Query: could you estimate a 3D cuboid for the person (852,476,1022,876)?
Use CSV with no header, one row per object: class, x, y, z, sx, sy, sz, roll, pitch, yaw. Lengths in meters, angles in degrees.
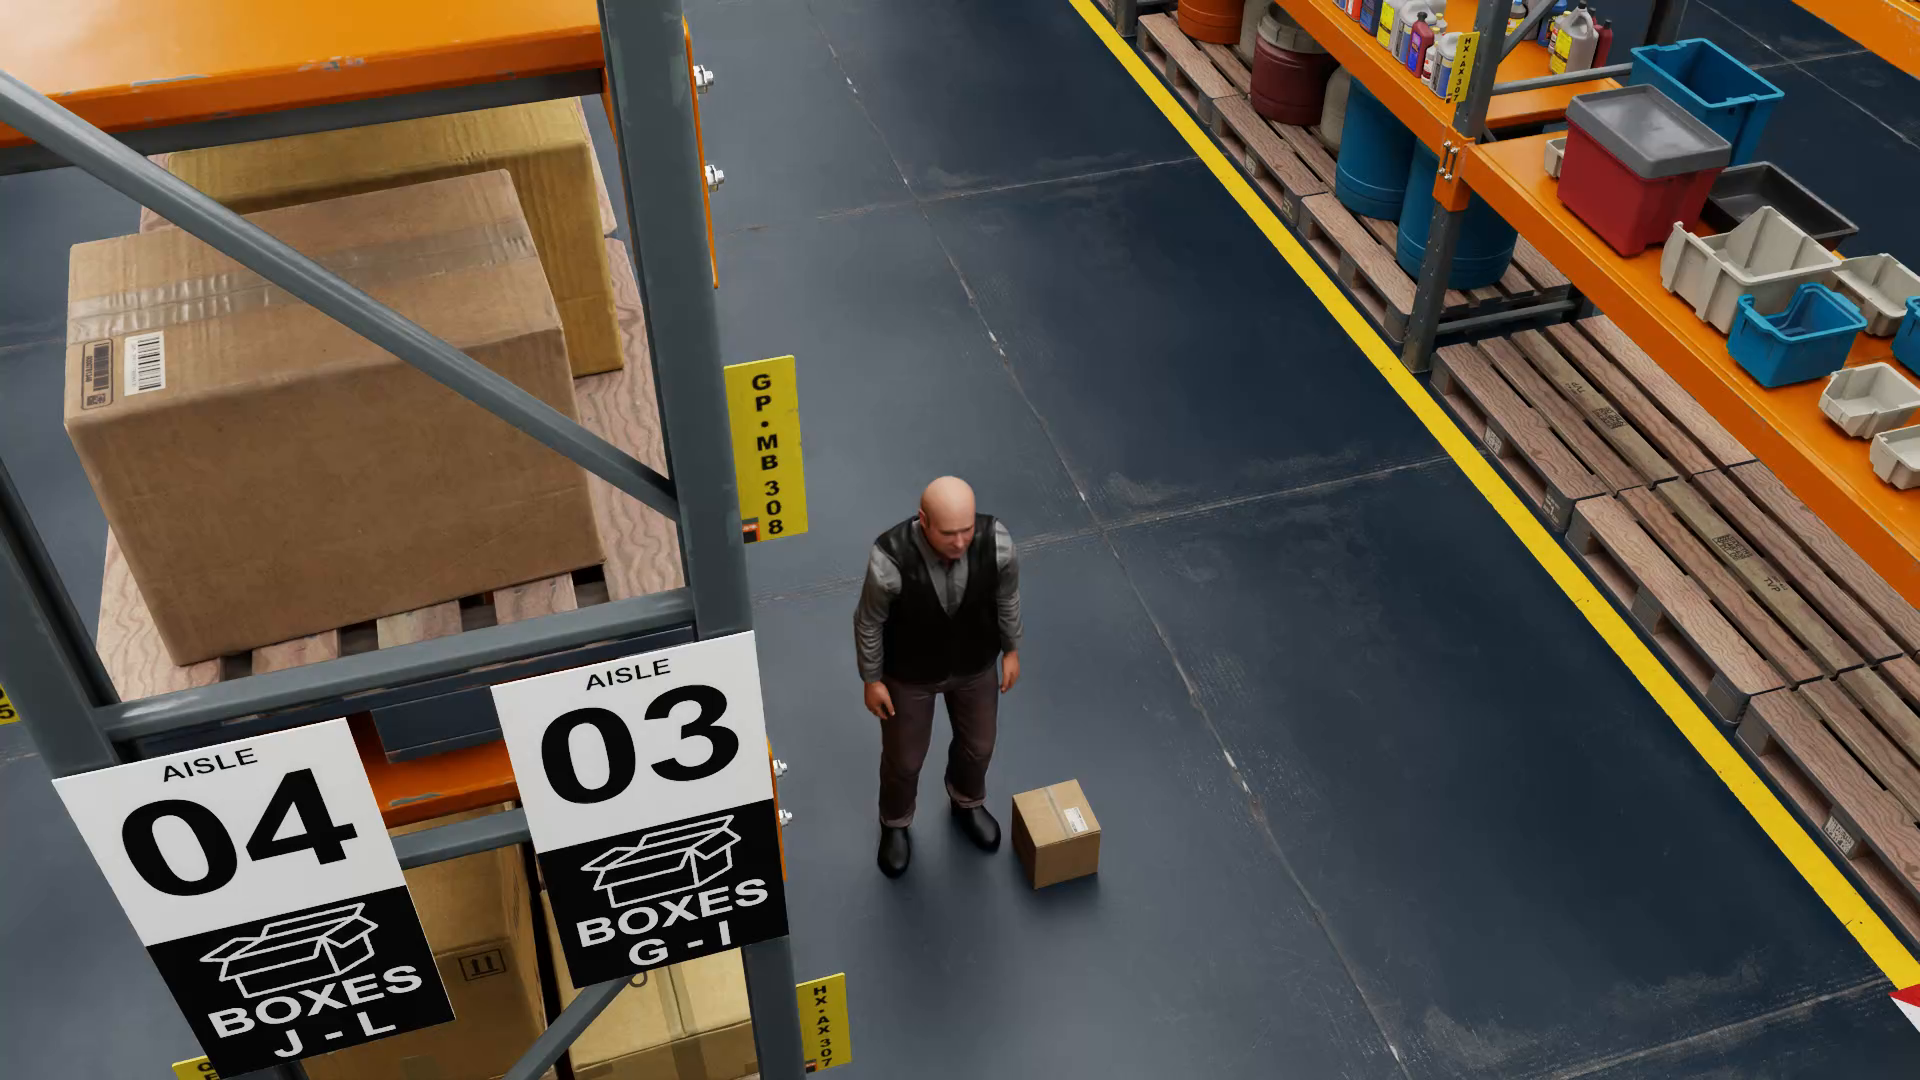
person,-0.074,0.423,5.707,0.581,1.721,0.419,-12,43,-13
